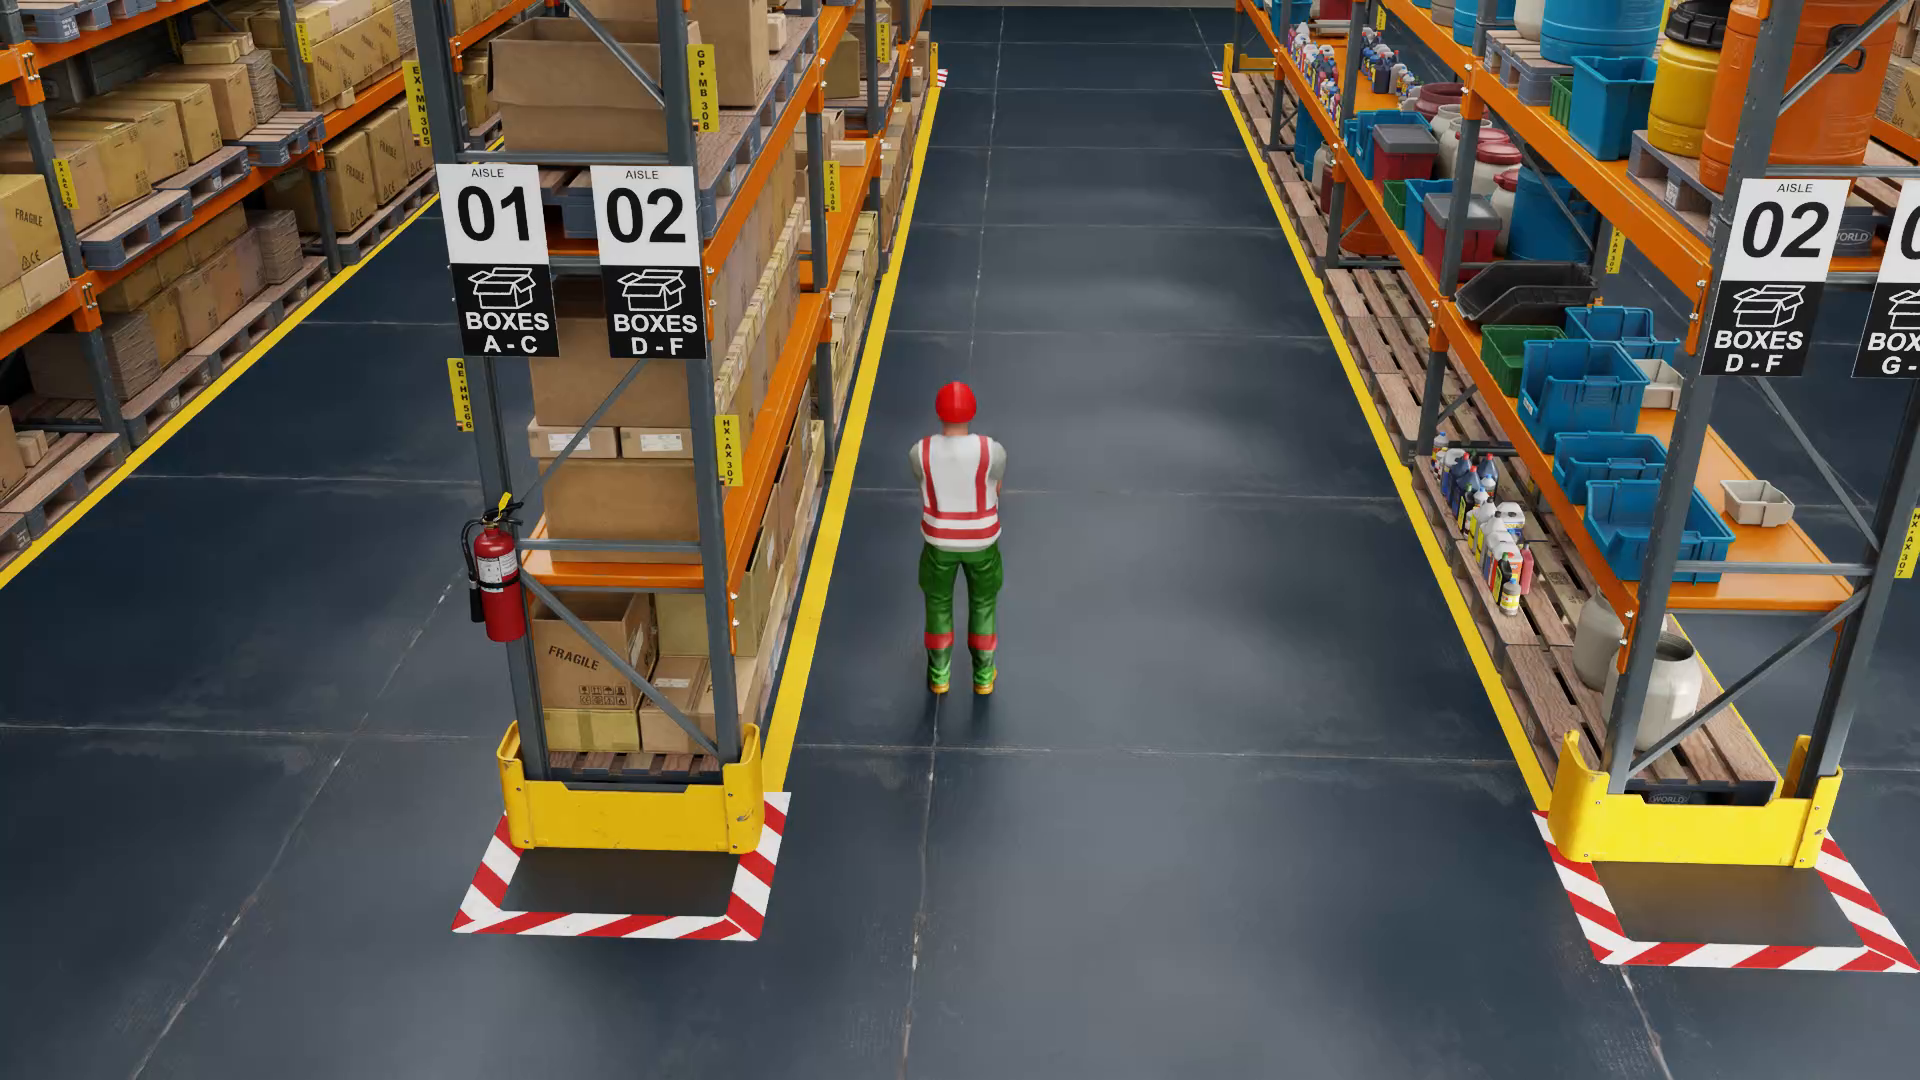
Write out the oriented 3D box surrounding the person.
[{"bbox_3d":[-0.004,-0.057,8.708,0.494,1.783,0.567,1,28,3],"label":"person"}]
